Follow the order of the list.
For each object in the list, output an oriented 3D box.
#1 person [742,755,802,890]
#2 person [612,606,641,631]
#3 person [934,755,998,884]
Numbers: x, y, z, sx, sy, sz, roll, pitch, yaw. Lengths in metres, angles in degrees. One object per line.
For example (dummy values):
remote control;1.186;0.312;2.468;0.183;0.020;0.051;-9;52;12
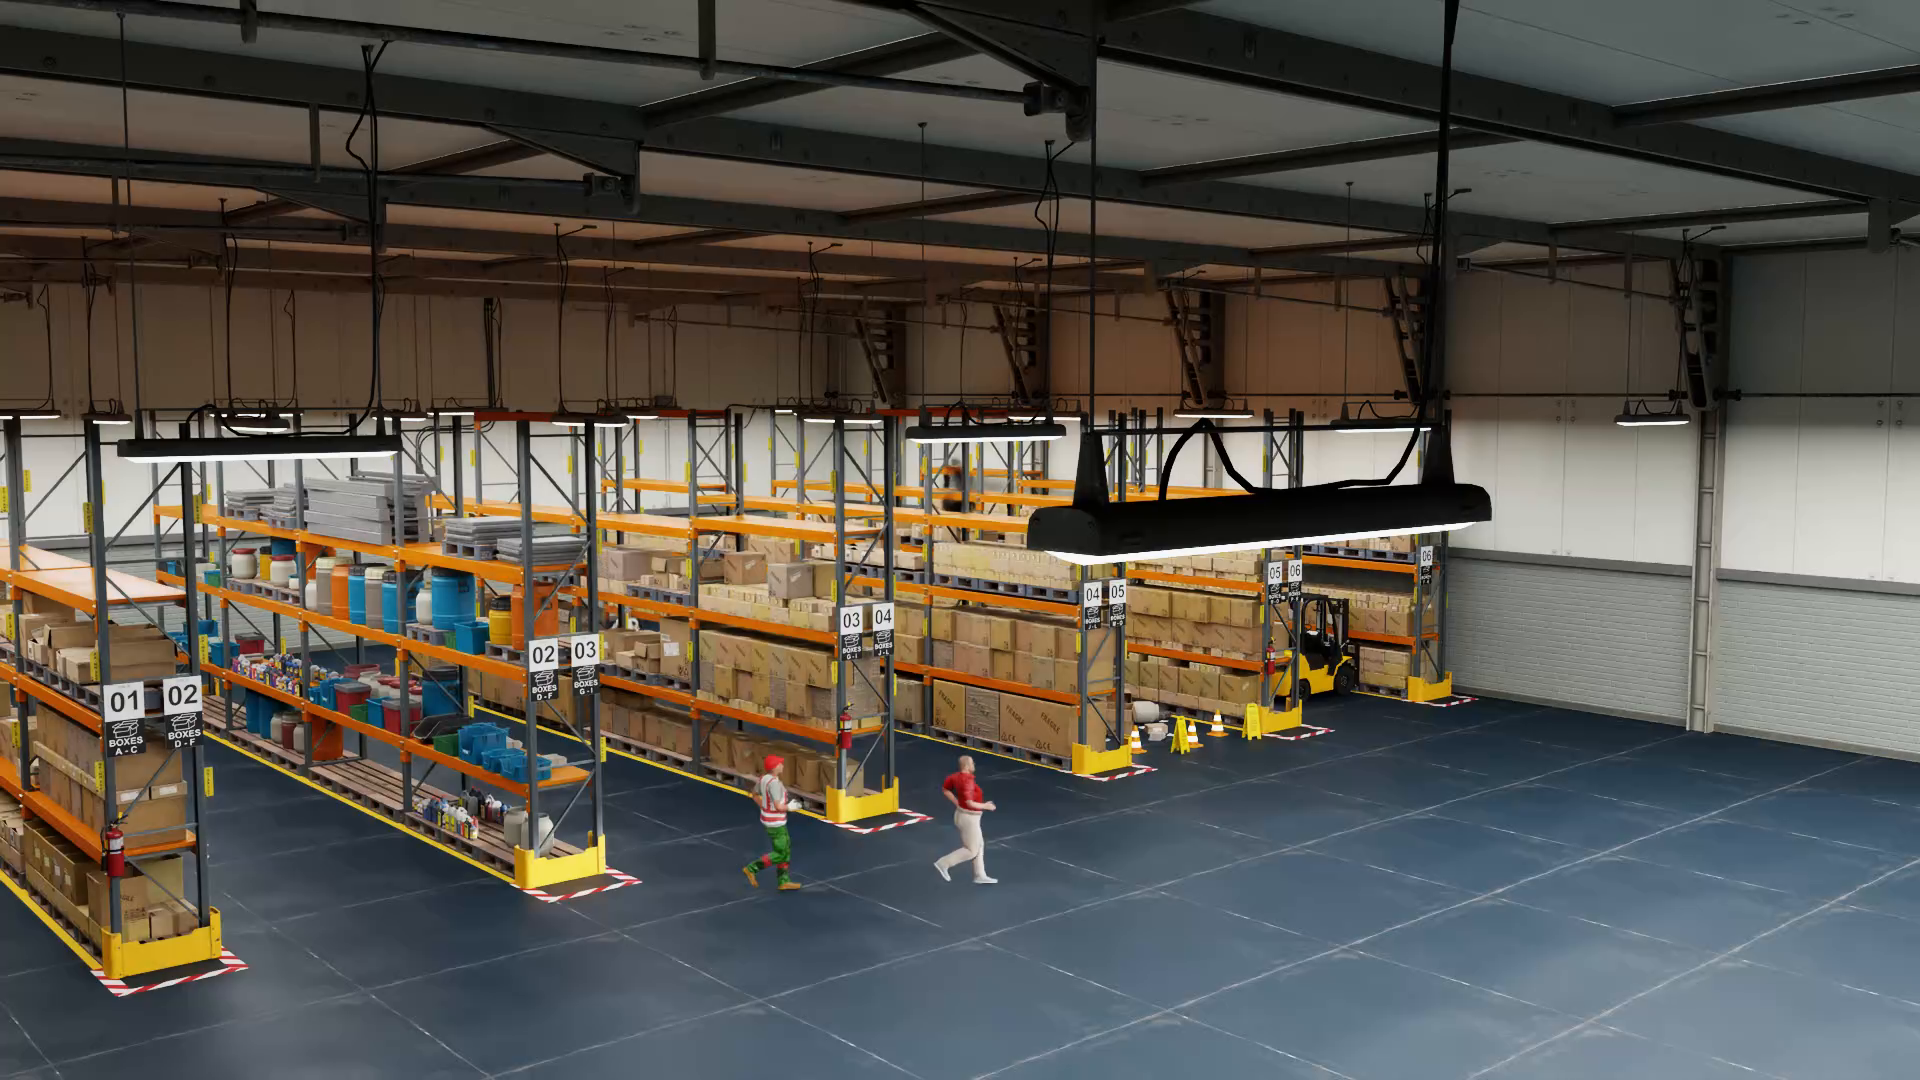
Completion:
person;-2.403;3.595;21.108;0.782;1.757;0.663;-2;5;-21
person;-7.289;2.298;36.539;0.566;1.740;0.708;-4;6;-38
person;0.066;3.612;21.325;0.901;1.720;0.663;-2;5;-19
